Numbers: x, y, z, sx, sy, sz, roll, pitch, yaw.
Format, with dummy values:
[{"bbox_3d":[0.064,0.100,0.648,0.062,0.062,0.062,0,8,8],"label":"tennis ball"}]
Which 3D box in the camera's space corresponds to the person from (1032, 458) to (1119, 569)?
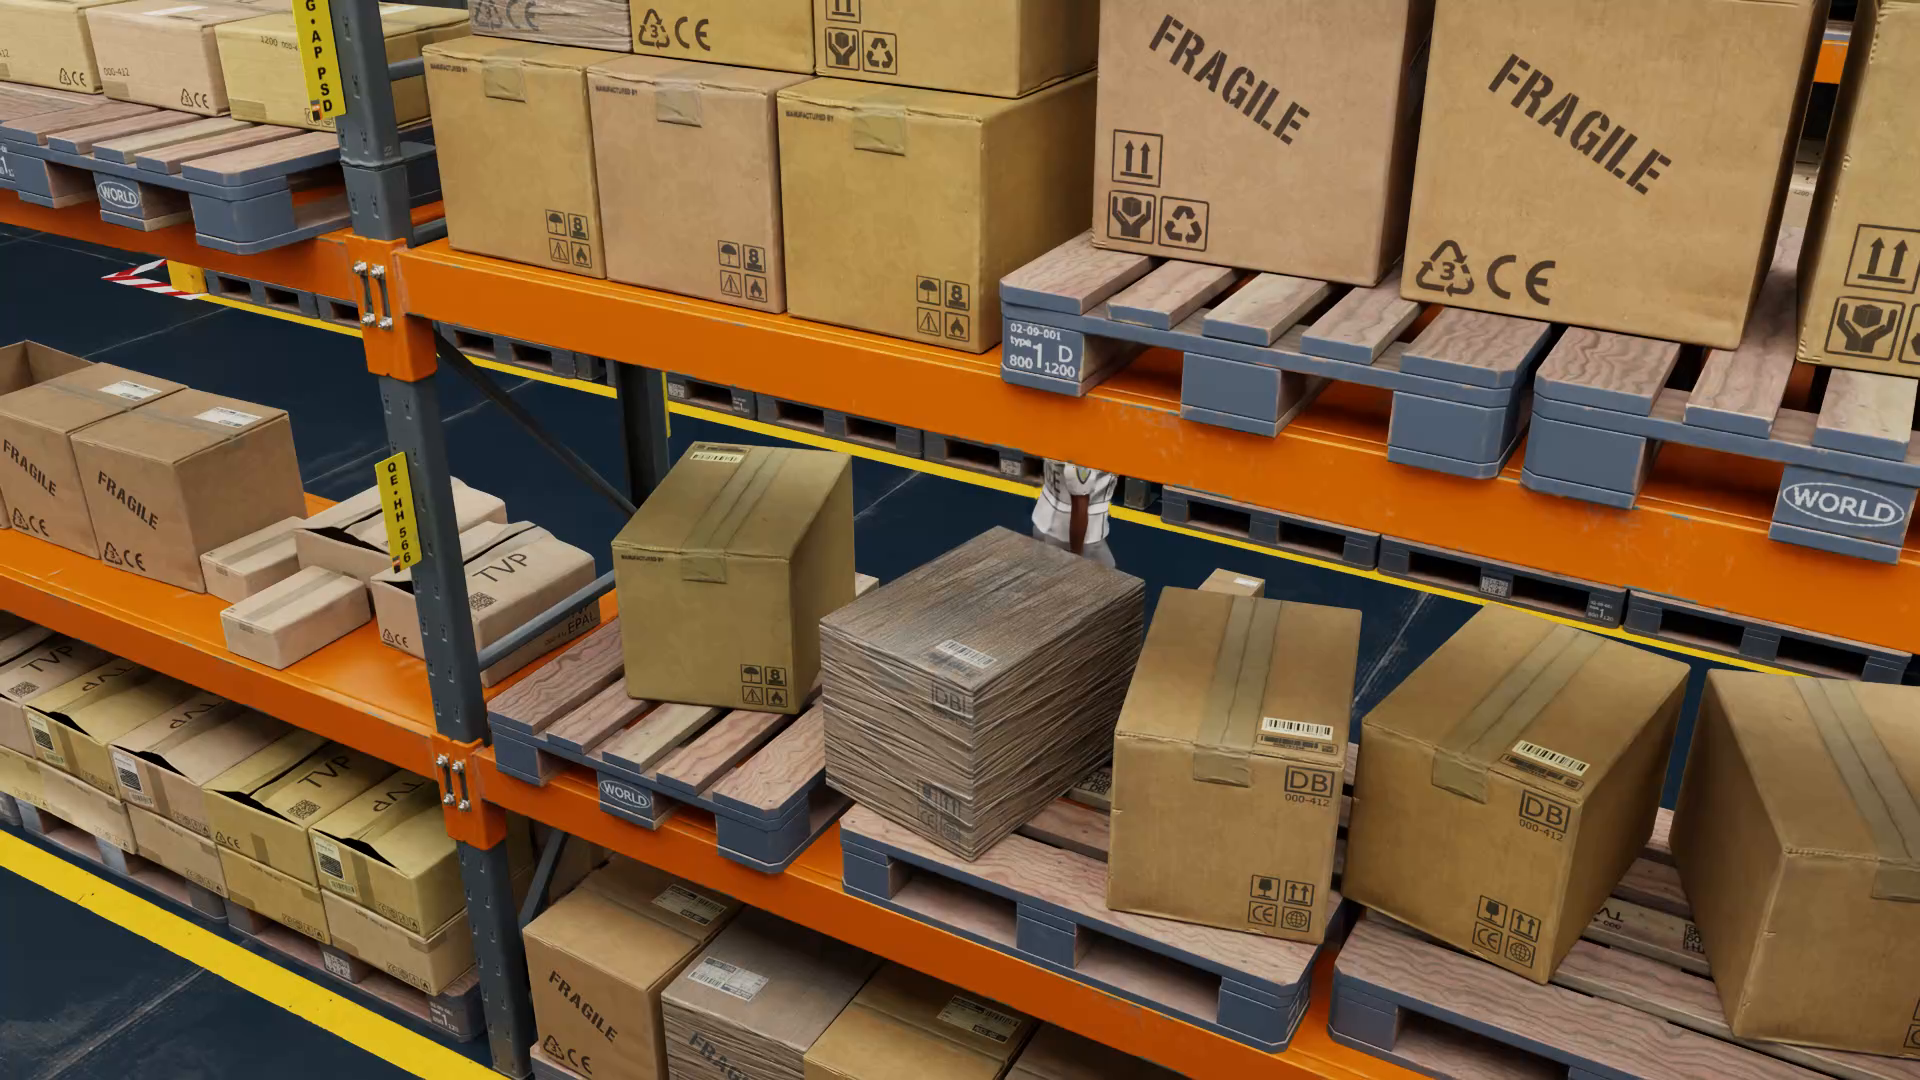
[{"bbox_3d":[0.381,-0.032,7.197,0.746,1.623,0.542,-5,27,-9],"label":"person"}]
